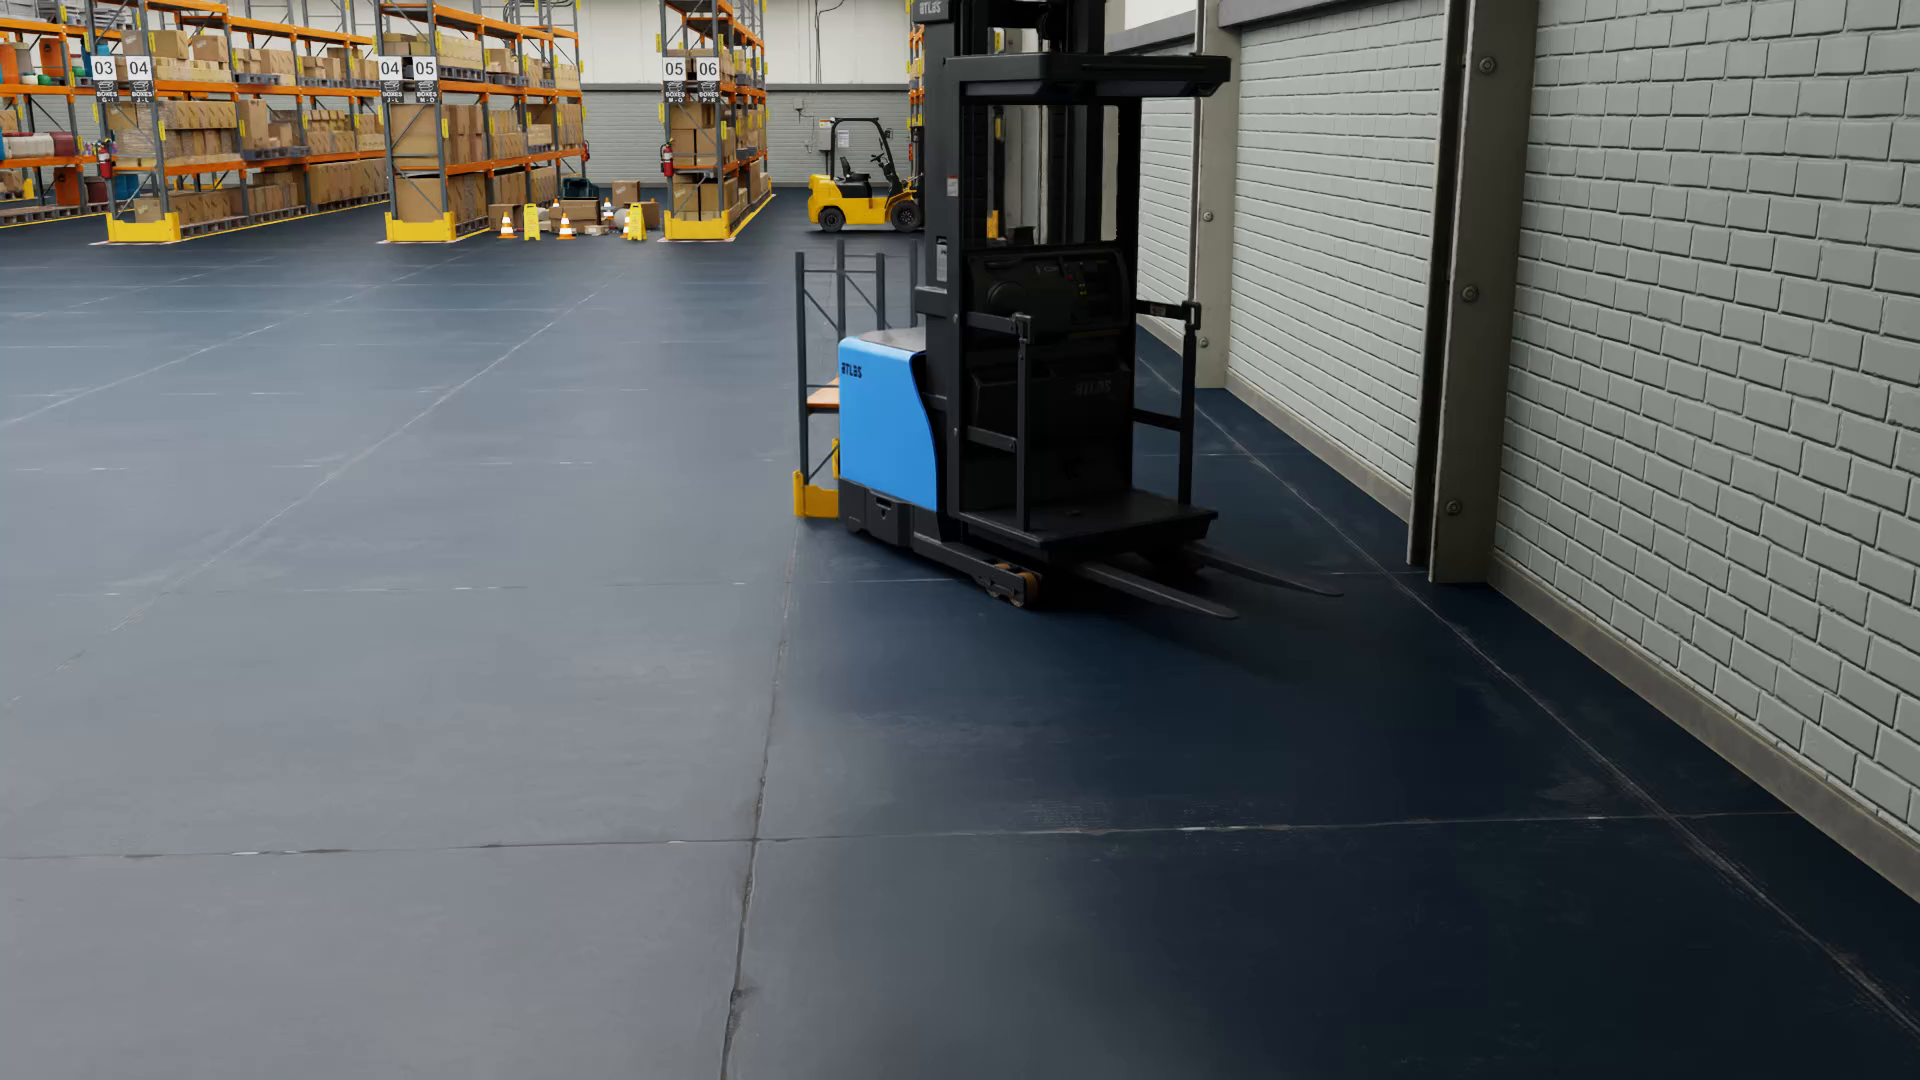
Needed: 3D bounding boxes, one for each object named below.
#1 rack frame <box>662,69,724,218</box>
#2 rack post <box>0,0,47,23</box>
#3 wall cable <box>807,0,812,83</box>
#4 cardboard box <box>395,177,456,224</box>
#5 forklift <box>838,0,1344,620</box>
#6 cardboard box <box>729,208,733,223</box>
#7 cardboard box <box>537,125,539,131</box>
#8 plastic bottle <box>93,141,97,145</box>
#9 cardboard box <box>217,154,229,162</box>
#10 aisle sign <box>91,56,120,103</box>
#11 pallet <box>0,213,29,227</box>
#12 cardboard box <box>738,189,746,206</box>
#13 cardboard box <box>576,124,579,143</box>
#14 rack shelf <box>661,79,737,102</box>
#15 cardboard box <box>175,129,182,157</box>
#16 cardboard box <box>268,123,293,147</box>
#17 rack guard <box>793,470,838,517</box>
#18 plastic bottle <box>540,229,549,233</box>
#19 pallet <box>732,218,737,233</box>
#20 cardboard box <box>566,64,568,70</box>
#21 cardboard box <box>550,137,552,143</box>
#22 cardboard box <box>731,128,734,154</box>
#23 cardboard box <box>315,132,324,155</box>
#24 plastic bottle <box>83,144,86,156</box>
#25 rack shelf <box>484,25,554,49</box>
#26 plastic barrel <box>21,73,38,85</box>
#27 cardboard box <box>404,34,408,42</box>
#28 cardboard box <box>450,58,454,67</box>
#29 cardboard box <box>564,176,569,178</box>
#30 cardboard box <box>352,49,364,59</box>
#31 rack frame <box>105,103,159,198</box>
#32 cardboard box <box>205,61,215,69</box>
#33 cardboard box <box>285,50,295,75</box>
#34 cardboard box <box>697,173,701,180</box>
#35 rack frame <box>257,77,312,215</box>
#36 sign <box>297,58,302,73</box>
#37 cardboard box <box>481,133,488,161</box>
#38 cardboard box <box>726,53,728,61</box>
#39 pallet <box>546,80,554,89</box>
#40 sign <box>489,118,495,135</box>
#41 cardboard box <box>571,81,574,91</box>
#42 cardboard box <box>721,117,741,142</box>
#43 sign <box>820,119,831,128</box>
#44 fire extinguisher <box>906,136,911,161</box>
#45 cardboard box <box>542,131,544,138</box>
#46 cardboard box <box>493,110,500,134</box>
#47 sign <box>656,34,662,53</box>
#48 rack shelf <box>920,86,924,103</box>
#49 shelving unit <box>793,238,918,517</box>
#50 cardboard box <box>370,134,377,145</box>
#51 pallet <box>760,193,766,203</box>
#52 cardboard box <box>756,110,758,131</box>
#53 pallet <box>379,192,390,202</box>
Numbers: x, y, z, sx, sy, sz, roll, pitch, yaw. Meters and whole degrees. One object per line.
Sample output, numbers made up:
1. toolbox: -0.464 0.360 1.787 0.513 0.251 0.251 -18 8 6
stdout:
1. rack frame: -4.827 -6.997 30.203 1.000 3.000 0.127 -1 14 -3
2. rack post: -20.117 -11.253 34.303 1.013 1.000 3.121 -1 14 -3
3. wall cable: -5.701 -15.303 50.445 2.355 3.000 0.029 -1 14 -3
4. cardboard box: -9.869 -6.238 30.672 0.875 0.875 0.875 -1 14 -3
5. forklift: 0.558 -1.239 7.959 1.130 2.935 3.031 -9 17 -32
6. cardboard box: -4.625 -6.201 31.783 0.500 0.250 0.500 0 14 -1
7. cardboard box: -10.187 -9.762 39.416 0.380 0.149 0.250 -1 14 -4
8. plastic bottle: -20.547 -9.343 39.570 0.152 0.276 0.135 -1 14 -3
9. cardboard box: -14.571 -7.483 32.593 0.380 0.149 0.250 -1 14 -3
10. aisle sign: -15.014 -8.083 29.206 0.394 0.787 0.004 -1 14 -3
11. pallet: -19.997 -6.607 34.282 1.003 0.211 1.213 -1 14 -3
12. cardboard box: -5.244 -7.594 36.951 0.950 0.372 0.625 -1 14 -5
13. cardboard box: -10.441 -10.832 44.307 0.500 0.500 0.500 -1 14 -4
14. rack shelf: -4.951 -8.599 31.852 1.077 0.370 4.000 -1 14 -3
15. cardboard box: -14.875 -7.297 30.568 0.875 0.500 0.500 -1 14 -3
16. cardboard box: -15.006 -8.815 36.223 0.700 0.500 0.500 1 14 5
17. rack guard: -0.661 -0.260 9.533 0.587 0.250 0.087 2 15 9
18. plastic bottle: -8.017 -5.958 32.059 0.133 0.061 0.283 -6 16 -23
19. pallet: -4.919 -6.171 32.588 1.003 0.211 1.213 -1 14 -3
20. cardboard box: -10.365 -12.229 43.014 0.380 0.149 0.250 -1 14 -5
21. cardboard box: -10.283 -9.866 41.014 0.380 0.149 0.250 -1 14 -5
22. cardboard box: -4.724 -7.821 32.607 0.500 0.500 0.500 0 14 -2
23. cardboard box: -15.006 -9.136 38.313 0.500 0.500 0.500 -1 14 -5
24. plastic bottle: -19.841 -8.837 37.611 0.097 0.271 0.097 0 14 0
25. rack shelf: -10.381 -11.746 38.866 1.077 0.370 4.000 -1 14 -3
26. plastic barrel: -19.845 -9.831 35.472 0.301 0.262 0.301 0 14 0
27. cardboard box: -10.135 -9.006 29.848 0.380 0.149 0.250 -1 14 -3
28. cardboard box: -9.510 -8.758 30.485 0.380 0.149 0.250 -1 14 -3
29. cardboard box: -10.315 -9.341 42.994 0.380 0.149 0.250 -1 14 -2
30. cardboard box: -15.594 -12.437 42.576 0.500 0.250 0.500 -1 14 -5
31. rack frame: -20.405 -9.752 40.910 1.000 3.000 0.127 -1 14 -3
32. cardboard box: -14.587 -9.139 32.007 0.380 0.149 0.250 -1 14 -5
33. cardboard box: -14.934 -10.462 36.446 0.500 0.500 0.500 -1 14 -2
34. cardboard box: -5.307 -7.164 32.718 0.380 0.149 0.250 0 14 0
35. rack frame: -15.214 -8.834 37.341 1.000 3.000 0.127 -1 14 -3
36. sign: -14.672 -10.545 36.933 0.100 0.325 0.005 -1 14 -3
37. cardboard box: -9.974 -7.872 33.300 0.875 0.550 0.550 -1 14 -3
38. cardboard box: -4.646 -9.250 31.841 0.380 0.149 0.250 -1 14 -3
39. pallet: -10.573 -11.087 40.454 1.213 0.211 1.003 -1 14 -3
40. sign: -9.455 -8.357 33.592 0.100 0.325 0.005 -1 14 -3
41. cardboard box: -10.404 -11.896 43.522 0.500 0.250 0.500 0 14 -1
42. cardboard box: -4.818 -8.509 34.438 0.500 0.500 0.500 -1 14 -2
43. sign: -4.153 -12.825 51.196 0.339 0.242 0.001 -1 14 -3
44. fire extinguisher: -1.335 -10.866 46.140 0.296 0.674 0.183 -1 14 -3
45. cardboard box: -10.217 -9.750 39.966 0.380 0.149 0.250 -2 15 -6
46. cardboard box: -10.111 -8.800 35.003 0.700 0.500 0.500 -1 14 -3
47. sign: -5.382 -8.875 29.705 0.100 0.325 0.005 -1 14 -3
48. rack shelf: -0.245 -9.671 36.020 1.077 0.370 4.000 -1 14 -3
49. shelving unit: -0.585 -0.987 9.854 0.587 1.500 1.083 2 15 9
50. cardboard box: -15.293 -10.274 42.640 0.500 0.250 0.500 -1 14 -2
51. pallet: -5.540 -8.822 42.889 1.003 0.211 1.213 -1 14 -3
52. cardboard box: -5.292 -10.407 41.248 0.500 0.500 0.500 0 14 -2
53. pallet: -15.509 -8.973 43.477 1.003 0.211 1.213 -1 14 -3
